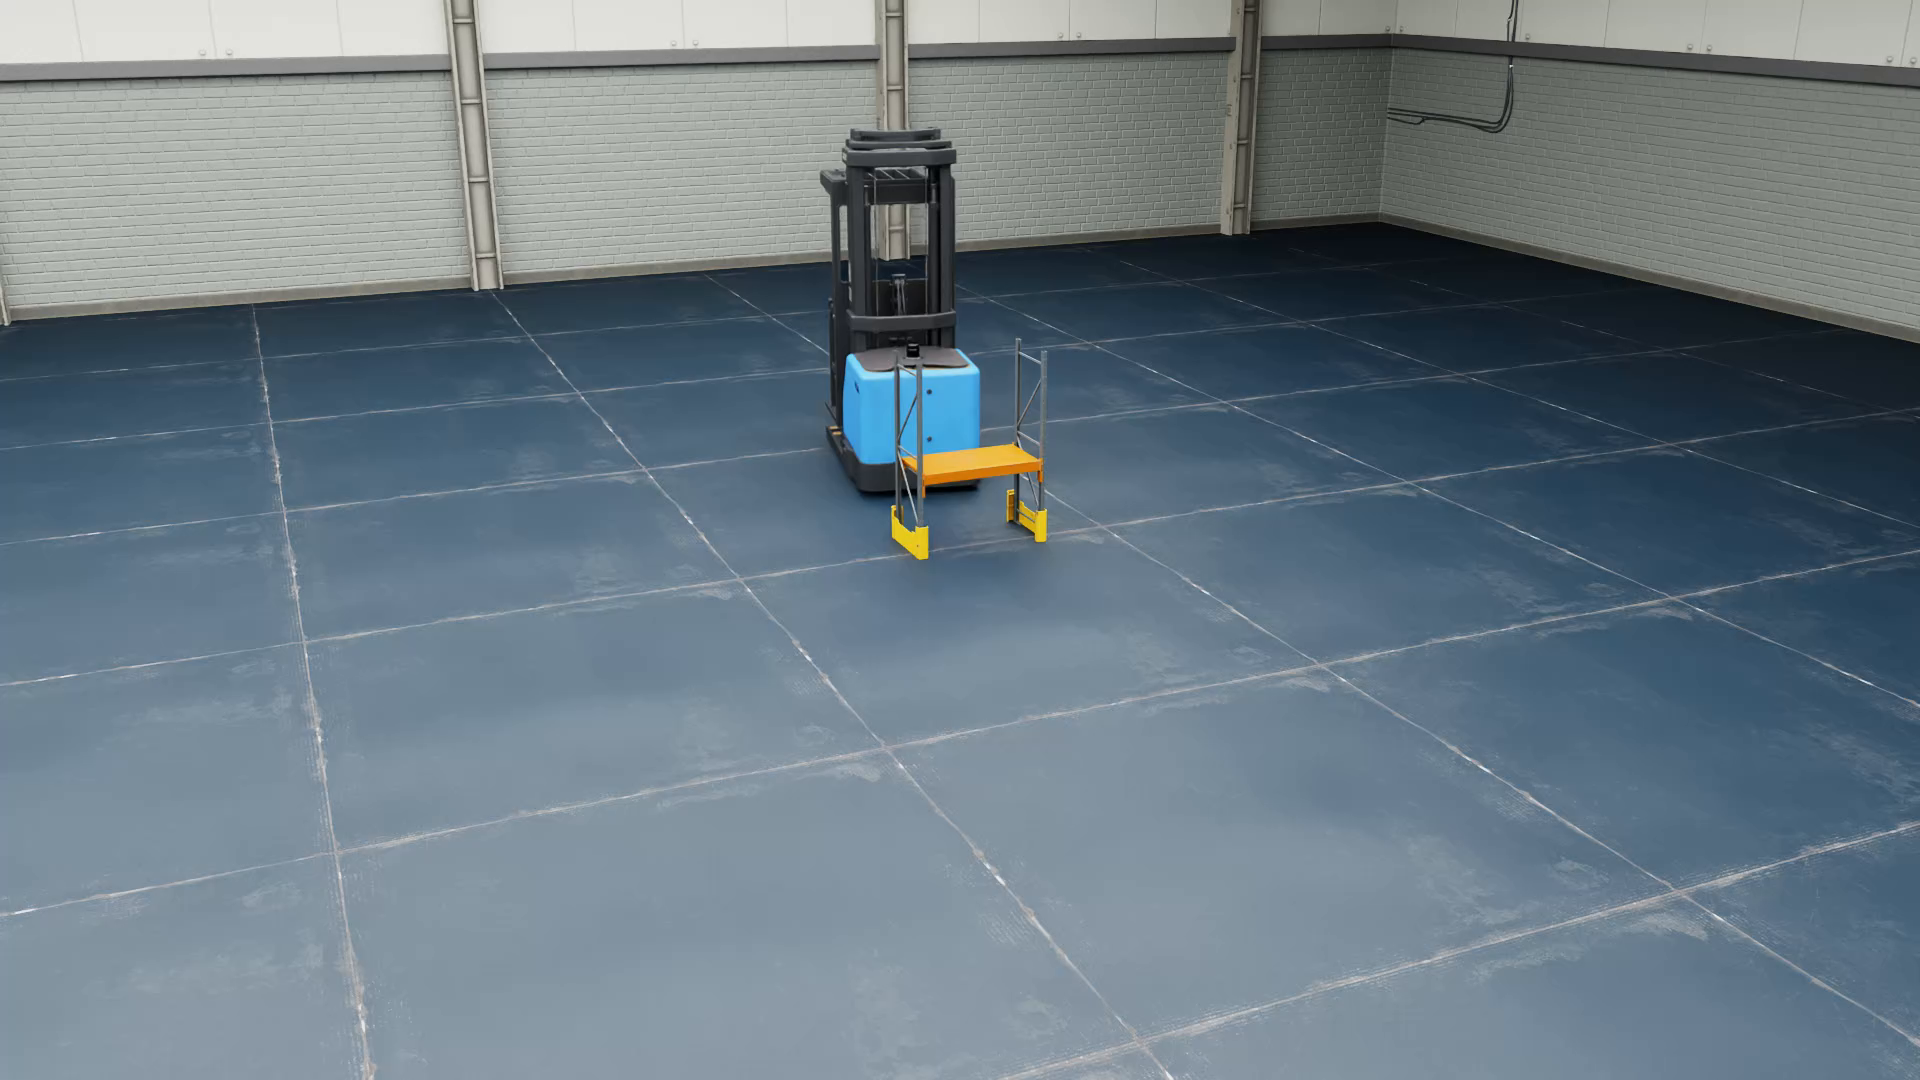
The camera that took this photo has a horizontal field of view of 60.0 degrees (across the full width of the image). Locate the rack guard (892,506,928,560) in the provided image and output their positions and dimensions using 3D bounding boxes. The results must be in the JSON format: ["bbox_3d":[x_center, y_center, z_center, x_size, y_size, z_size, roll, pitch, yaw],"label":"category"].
[{"bbox_3d":[-0.387,-0.062,12.823,0.087,0.250,0.587,-8,21,-22],"label":"rack guard"}]

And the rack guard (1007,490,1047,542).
[{"bbox_3d":[0.527,-0.193,13.195,0.087,0.250,0.587,-8,21,-22],"label":"rack guard"}]

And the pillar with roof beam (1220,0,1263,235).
[{"bbox_3d":[6.224,-7.981,22.138,0.400,9.000,9.100,-8,21,-22],"label":"pillar with roof beam"}]

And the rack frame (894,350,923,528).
[{"bbox_3d":[-0.388,-0.652,12.615,0.032,1.500,0.500,-8,21,-22],"label":"rack frame"}]

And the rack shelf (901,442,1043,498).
[{"bbox_3d":[0.078,-0.549,12.865,1.000,0.185,0.538,-8,21,-22],"label":"rack shelf"}]

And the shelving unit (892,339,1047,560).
[{"bbox_3d":[0.070,-0.717,12.801,1.083,1.500,0.587,-8,21,-22],"label":"shelving unit"}]

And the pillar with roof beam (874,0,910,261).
[{"bbox_3d":[0.715,-7.191,19.897,0.400,9.000,9.100,-8,21,-22],"label":"pillar with roof beam"}]

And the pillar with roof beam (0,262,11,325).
[{"bbox_3d":[-10.303,-5.613,15.413,0.400,9.000,9.100,-8,21,-22],"label":"pillar with roof beam"}]

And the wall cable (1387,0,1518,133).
[{"bbox_3d":[7.748,-7.813,26.338,0.112,2.526,3.097,-8,21,-22],"label":"wall cable"}]

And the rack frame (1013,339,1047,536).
[{"bbox_3d":[0.545,-0.786,12.995,0.032,1.500,0.500,-8,21,-22],"label":"rack frame"}]

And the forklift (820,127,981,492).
[{"bbox_3d":[-0.637,-2.242,14.975,1.130,2.935,3.031,-4,20,-12],"label":"forklift"}]

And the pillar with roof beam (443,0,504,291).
[{"bbox_3d":[-4.794,-6.402,17.655,0.400,9.000,9.100,-8,21,-22],"label":"pillar with roof beam"}]
